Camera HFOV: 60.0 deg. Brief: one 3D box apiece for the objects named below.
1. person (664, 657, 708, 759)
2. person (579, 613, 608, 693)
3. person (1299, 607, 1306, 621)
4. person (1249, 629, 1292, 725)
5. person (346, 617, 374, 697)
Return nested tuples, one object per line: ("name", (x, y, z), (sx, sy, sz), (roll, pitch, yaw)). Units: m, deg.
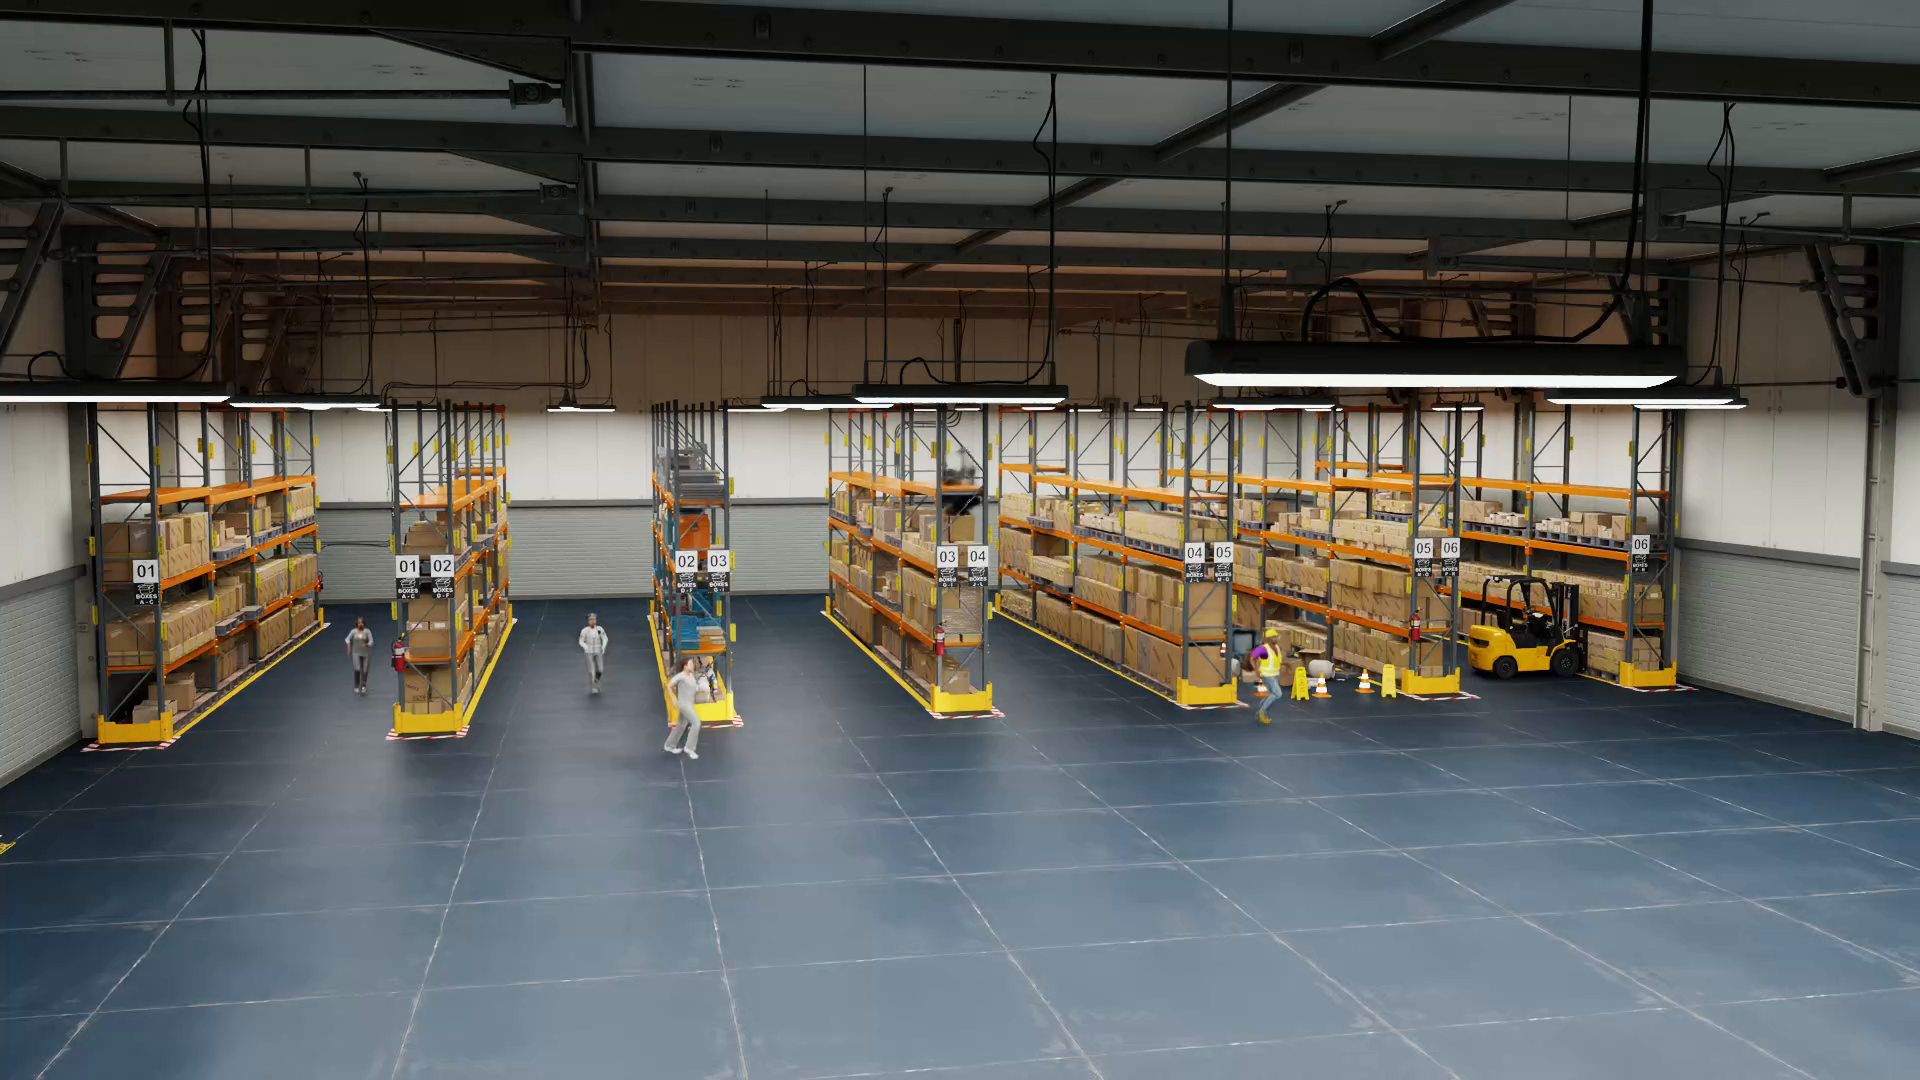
("person", (-4.581, 2.801, 27.731), (0.816, 1.714, 0.527), (1, 4, 12))
("person", (-7.492, 2.322, 34.069), (0.589, 1.653, 0.528), (-1, 5, -18))
("person", (9.031, 1.521, 44.185), (0.699, 1.780, 0.739), (-1, 4, -15))
("person", (5.771, 2.526, 30.793), (0.672, 1.753, 0.697), (3, 5, 38))
("person", (-12.199, 2.386, 33.834), (0.510, 1.584, 0.676), (-2, 5, -25))
